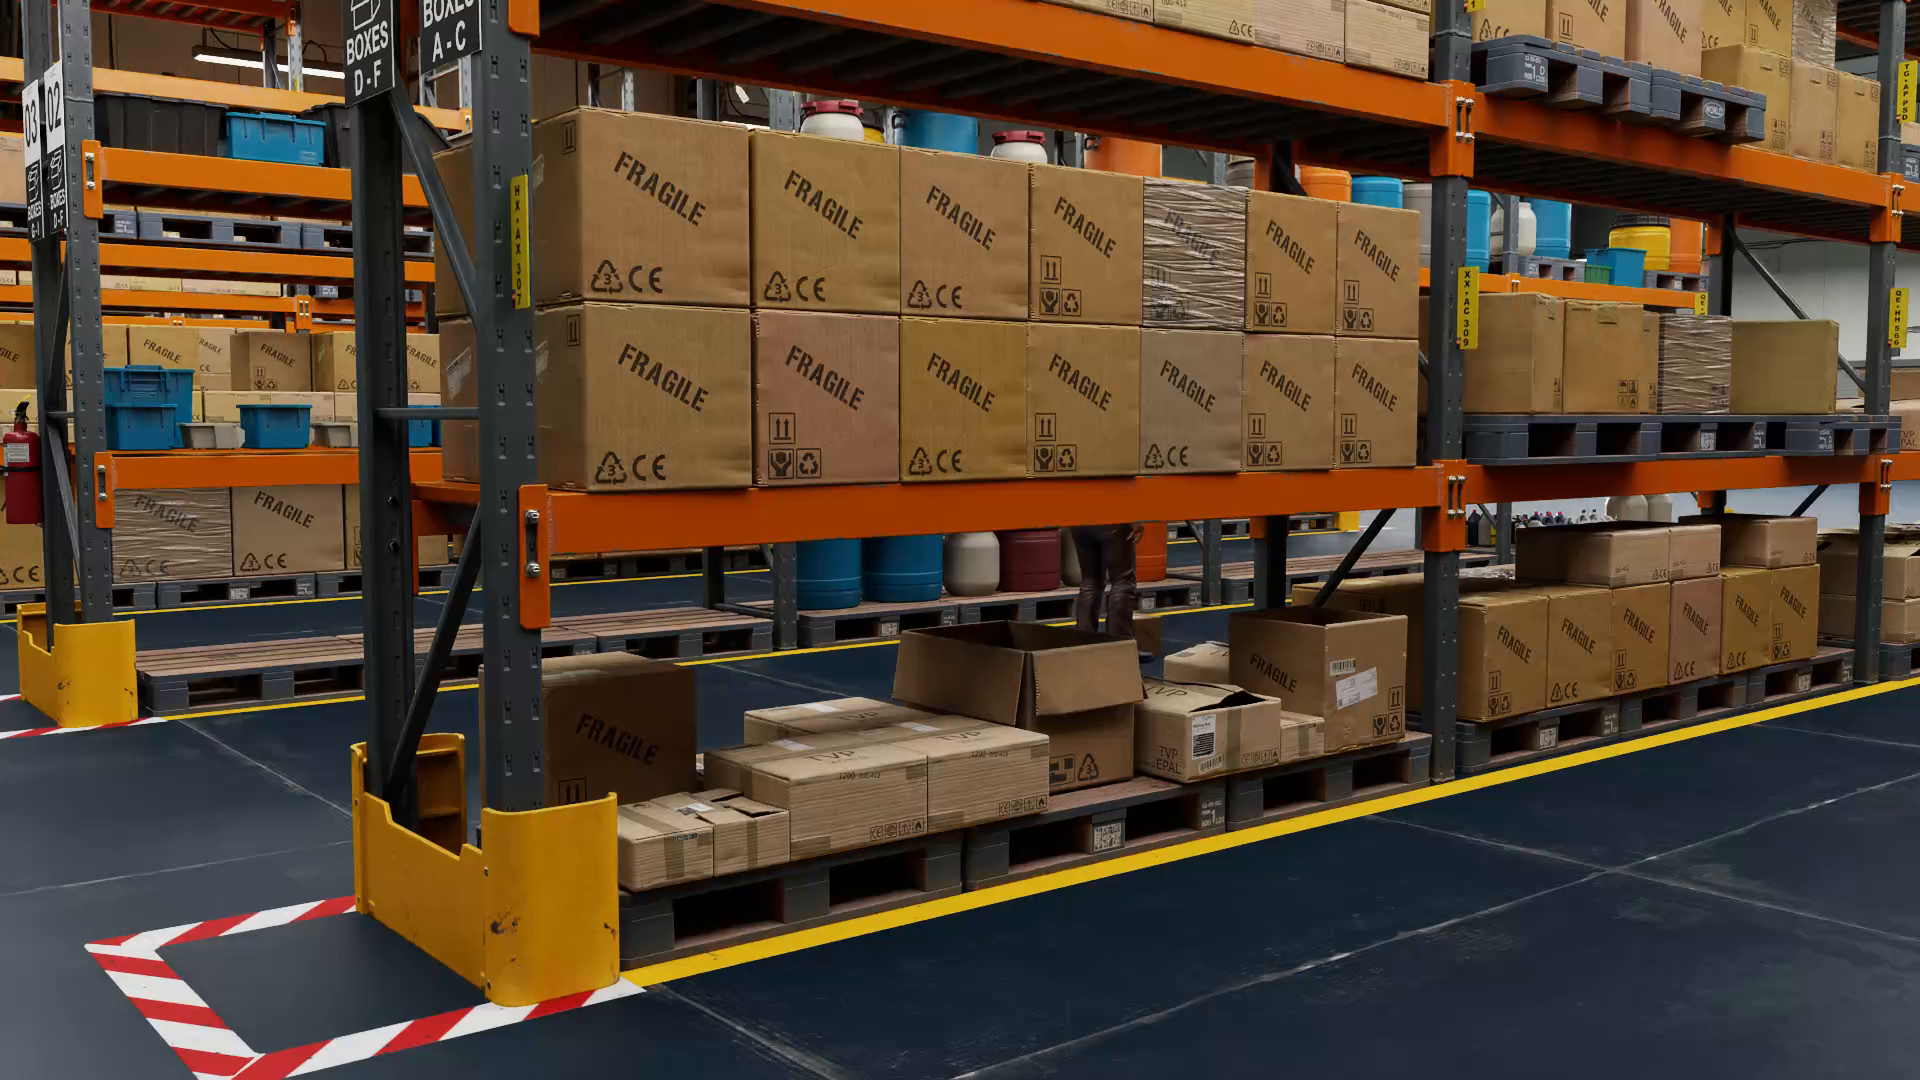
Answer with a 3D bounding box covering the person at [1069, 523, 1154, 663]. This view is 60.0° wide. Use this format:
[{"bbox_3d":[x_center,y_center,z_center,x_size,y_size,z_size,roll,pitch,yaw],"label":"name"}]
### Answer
[{"bbox_3d":[0.871,-0.117,10.226,0.423,1.720,0.591,-4,6,-42],"label":"person"}]
